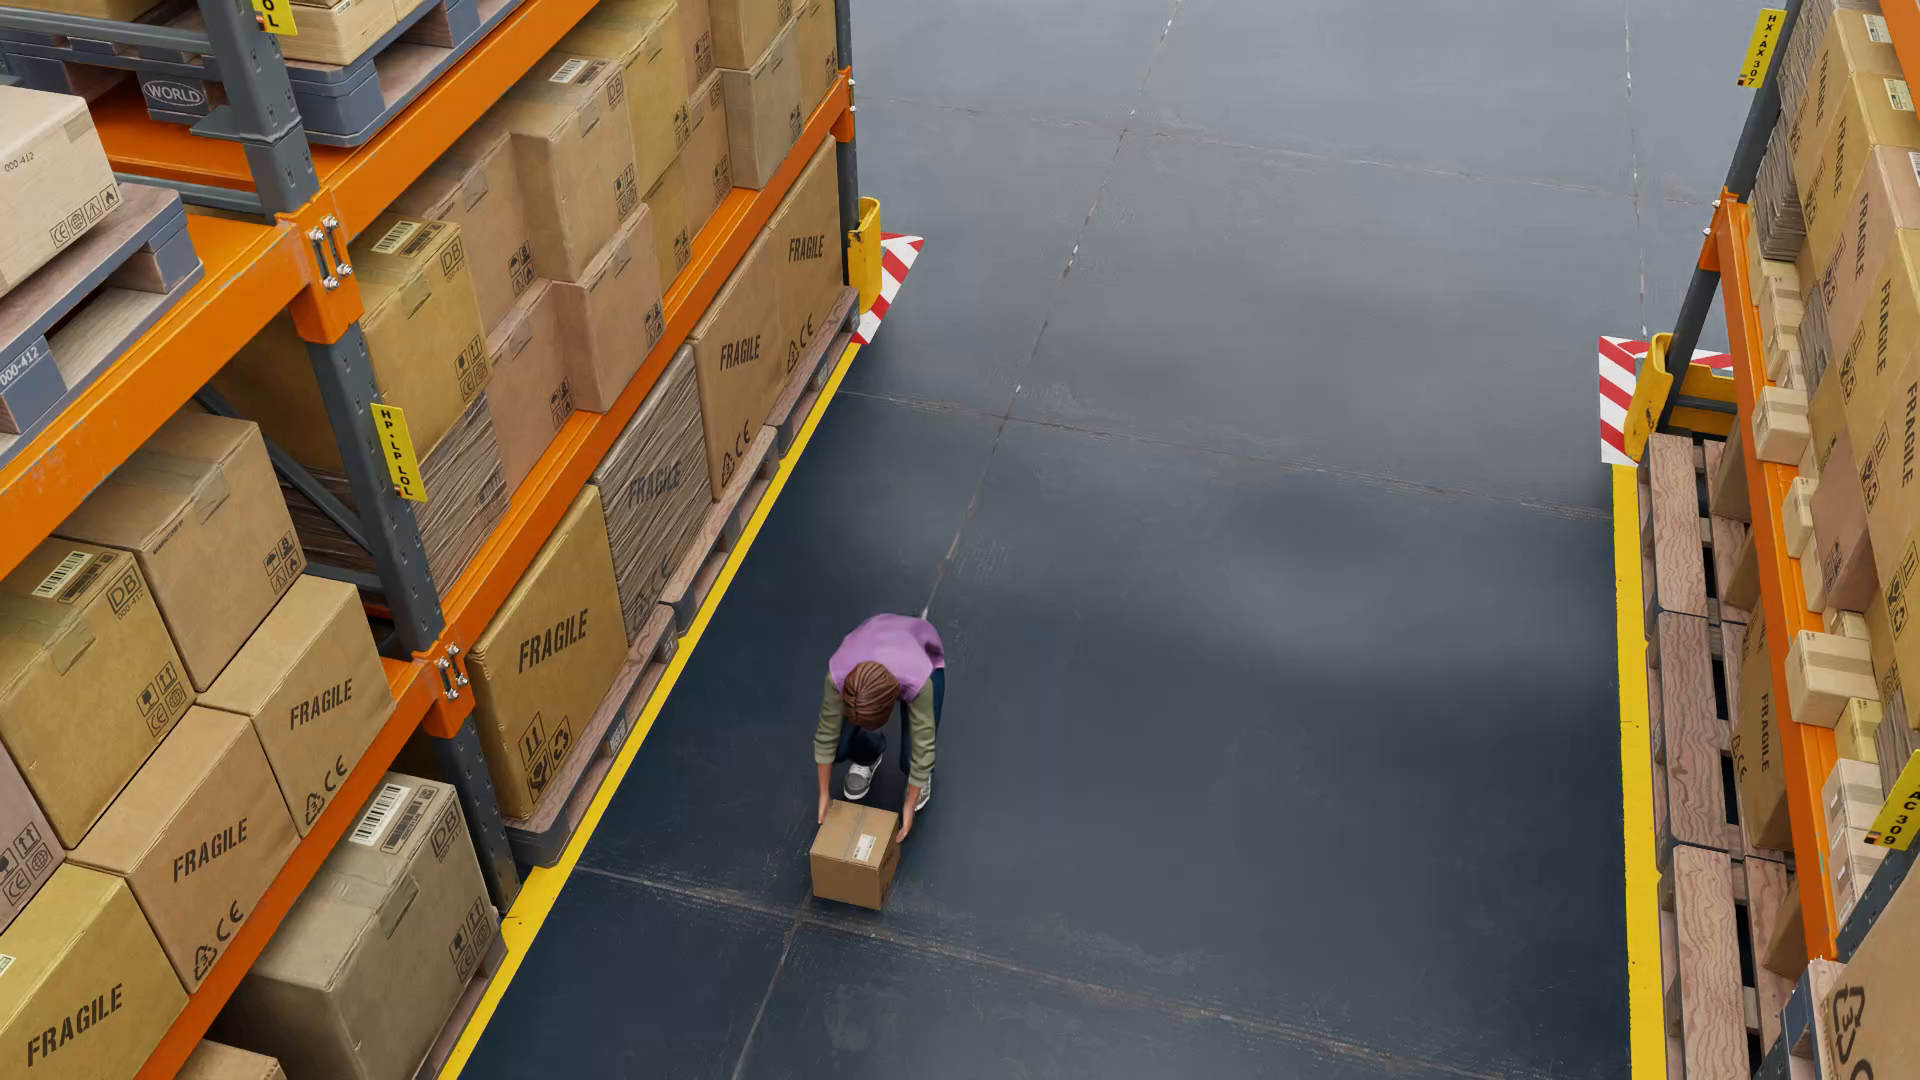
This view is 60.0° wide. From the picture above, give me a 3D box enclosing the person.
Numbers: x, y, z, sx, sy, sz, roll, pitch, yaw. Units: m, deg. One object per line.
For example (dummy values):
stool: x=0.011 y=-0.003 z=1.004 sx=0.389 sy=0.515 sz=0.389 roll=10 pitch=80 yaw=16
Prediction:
person: x=-0.257 y=0.622 z=5.948 sx=0.454 sy=0.958 sz=0.779 roll=10 pitch=43 yaw=11
